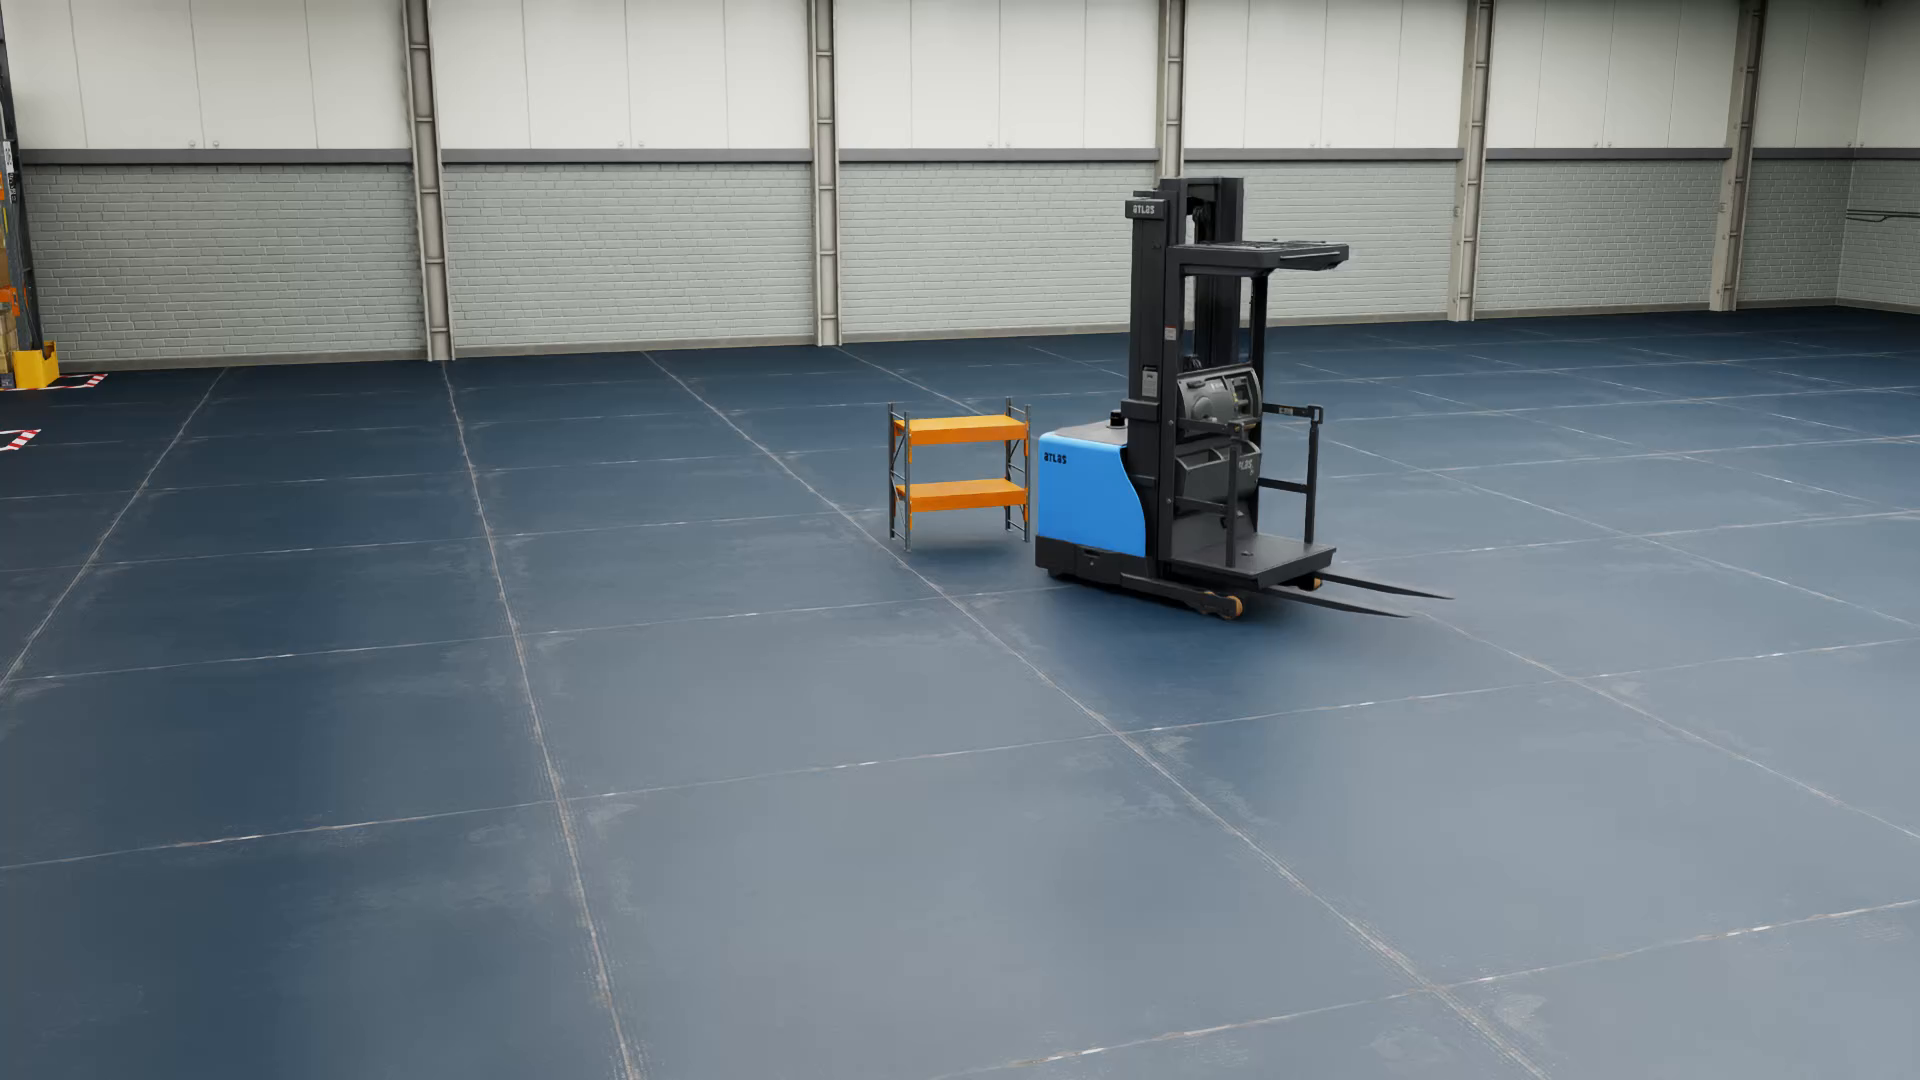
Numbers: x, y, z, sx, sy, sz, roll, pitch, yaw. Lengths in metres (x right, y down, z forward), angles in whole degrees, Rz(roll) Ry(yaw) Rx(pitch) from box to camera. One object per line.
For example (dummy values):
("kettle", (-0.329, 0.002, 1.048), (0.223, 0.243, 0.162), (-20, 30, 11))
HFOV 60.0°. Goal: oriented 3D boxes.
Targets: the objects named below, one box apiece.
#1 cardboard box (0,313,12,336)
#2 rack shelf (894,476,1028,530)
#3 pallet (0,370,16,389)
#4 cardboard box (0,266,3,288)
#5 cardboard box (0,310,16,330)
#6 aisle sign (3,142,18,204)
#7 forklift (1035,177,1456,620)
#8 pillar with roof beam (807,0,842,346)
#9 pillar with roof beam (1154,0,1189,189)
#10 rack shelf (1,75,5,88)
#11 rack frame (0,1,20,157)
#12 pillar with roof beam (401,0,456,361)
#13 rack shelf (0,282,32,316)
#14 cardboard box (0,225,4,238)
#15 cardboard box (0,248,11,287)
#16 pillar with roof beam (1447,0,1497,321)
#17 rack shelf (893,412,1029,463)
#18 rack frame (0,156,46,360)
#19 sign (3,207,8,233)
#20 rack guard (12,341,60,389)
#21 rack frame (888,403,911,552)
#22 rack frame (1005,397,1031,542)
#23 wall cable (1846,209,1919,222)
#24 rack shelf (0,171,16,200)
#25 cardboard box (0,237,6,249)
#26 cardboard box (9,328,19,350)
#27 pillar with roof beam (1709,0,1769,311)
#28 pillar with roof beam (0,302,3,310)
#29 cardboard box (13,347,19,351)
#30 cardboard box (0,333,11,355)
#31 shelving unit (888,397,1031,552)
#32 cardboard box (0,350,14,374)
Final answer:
("cardboard box", (-12.906, -2.849, 22.011), (0.500, 0.250, 0.500), (-4, 14, -16))
("rack shelf", (-0.006, -0.309, 13.567), (1.000, 0.278, 0.538), (-4, 14, -18))
("pallet", (-13.280, -2.176, 22.334), (1.213, 0.211, 1.003), (-4, 14, -18))
("cardboard box", (-12.952, -3.553, 21.881), (0.500, 0.500, 0.500), (-5, 14, -19))
("cardboard box", (-13.085, -2.957, 22.467), (0.500, 0.250, 0.500), (-5, 14, -19))
("aisle sign", (-12.413, -4.803, 21.736), (0.004, 0.787, 0.394), (-4, 14, -18))
("forklift", (1.984, -1.014, 11.574), (3.031, 2.935, 1.130), (12, 18, 42))
("pillar with roof beam", (-0.770, -6.604, 21.962), (0.400, 9.000, 9.100), (-4, 14, -18))
("pillar with roof beam", (4.917, -7.047, 23.824), (0.400, 9.000, 9.100), (-4, 14, -18))
("rack shelf", (-14.464, -5.825, 21.102), (4.000, 0.370, 1.077), (-4, 14, -18))
("rack frame", (-12.569, -6.517, 21.593), (0.127, 3.000, 1.000), (-4, 14, -18))
("pillar with roof beam", (-6.457, -6.162, 20.101), (0.400, 9.000, 9.100), (-4, 14, -18))
("rack shelf", (-14.464, -3.101, 21.750), (4.000, 0.370, 1.077), (-4, 14, -18))
("cardboard box", (-12.955, -4.129, 22.259), (0.250, 0.149, 0.380), (-5, 14, -19))
("cardboard box", (-13.127, -3.671, 22.378), (0.500, 0.500, 0.500), (-4, 14, -16))
("pillar with roof beam", (10.603, -7.490, 25.686), (0.400, 9.000, 9.100), (-4, 14, -18))
("rack shelf", (-0.006, -0.831, 13.443), (1.000, 0.278, 0.538), (-4, 14, -18))
("rack frame", (-12.569, -3.598, 22.288), (0.127, 3.000, 1.000), (-4, 14, -18))
("sign", (-12.409, -4.157, 21.622), (0.005, 0.325, 0.100), (-4, 14, -18))
("rack guard", (-12.546, -2.384, 22.584), (0.348, 0.500, 1.175), (-4, 14, -18))
("rack frame", (-0.488, -0.509, 13.353), (0.032, 1.125, 0.500), (-4, 14, -18))
("rack frame", (0.475, -0.584, 13.668), (0.032, 1.125, 0.500), (-4, 14, -18))
("wall cable", (18.131, -7.294, 31.571), (0.112, 2.526, 3.097), (-4, 14, -18))
("rack shelf", (-14.464, -4.560, 21.403), (4.000, 0.370, 1.077), (-4, 14, -18))
("cardboard box", (-12.973, -3.994, 22.335), (0.250, 0.149, 0.380), (-5, 14, -20))
("cardboard box", (-13.081, -2.719, 22.545), (0.500, 0.250, 0.500), (-4, 14, -17))
("pillar with roof beam", (16.290, -7.933, 27.547), (0.400, 9.000, 9.100), (-4, 14, -18))
("pillar with roof beam", (-12.143, -5.719, 18.239), (0.400, 9.000, 9.100), (-4, 14, -18))
("cardboard box", (-13.097, -2.471, 22.585), (0.500, 0.250, 0.500), (-4, 14, -18))
("cardboard box", (-12.930, -2.603, 22.060), (0.500, 0.250, 0.500), (-5, 14, -19))
("shelving unit", (-0.006, -0.547, 13.511), (1.048, 1.125, 0.538), (-4, 14, -18))
("cardboard box", (-12.913, -2.361, 22.120), (0.500, 0.250, 0.500), (-4, 14, -18))
